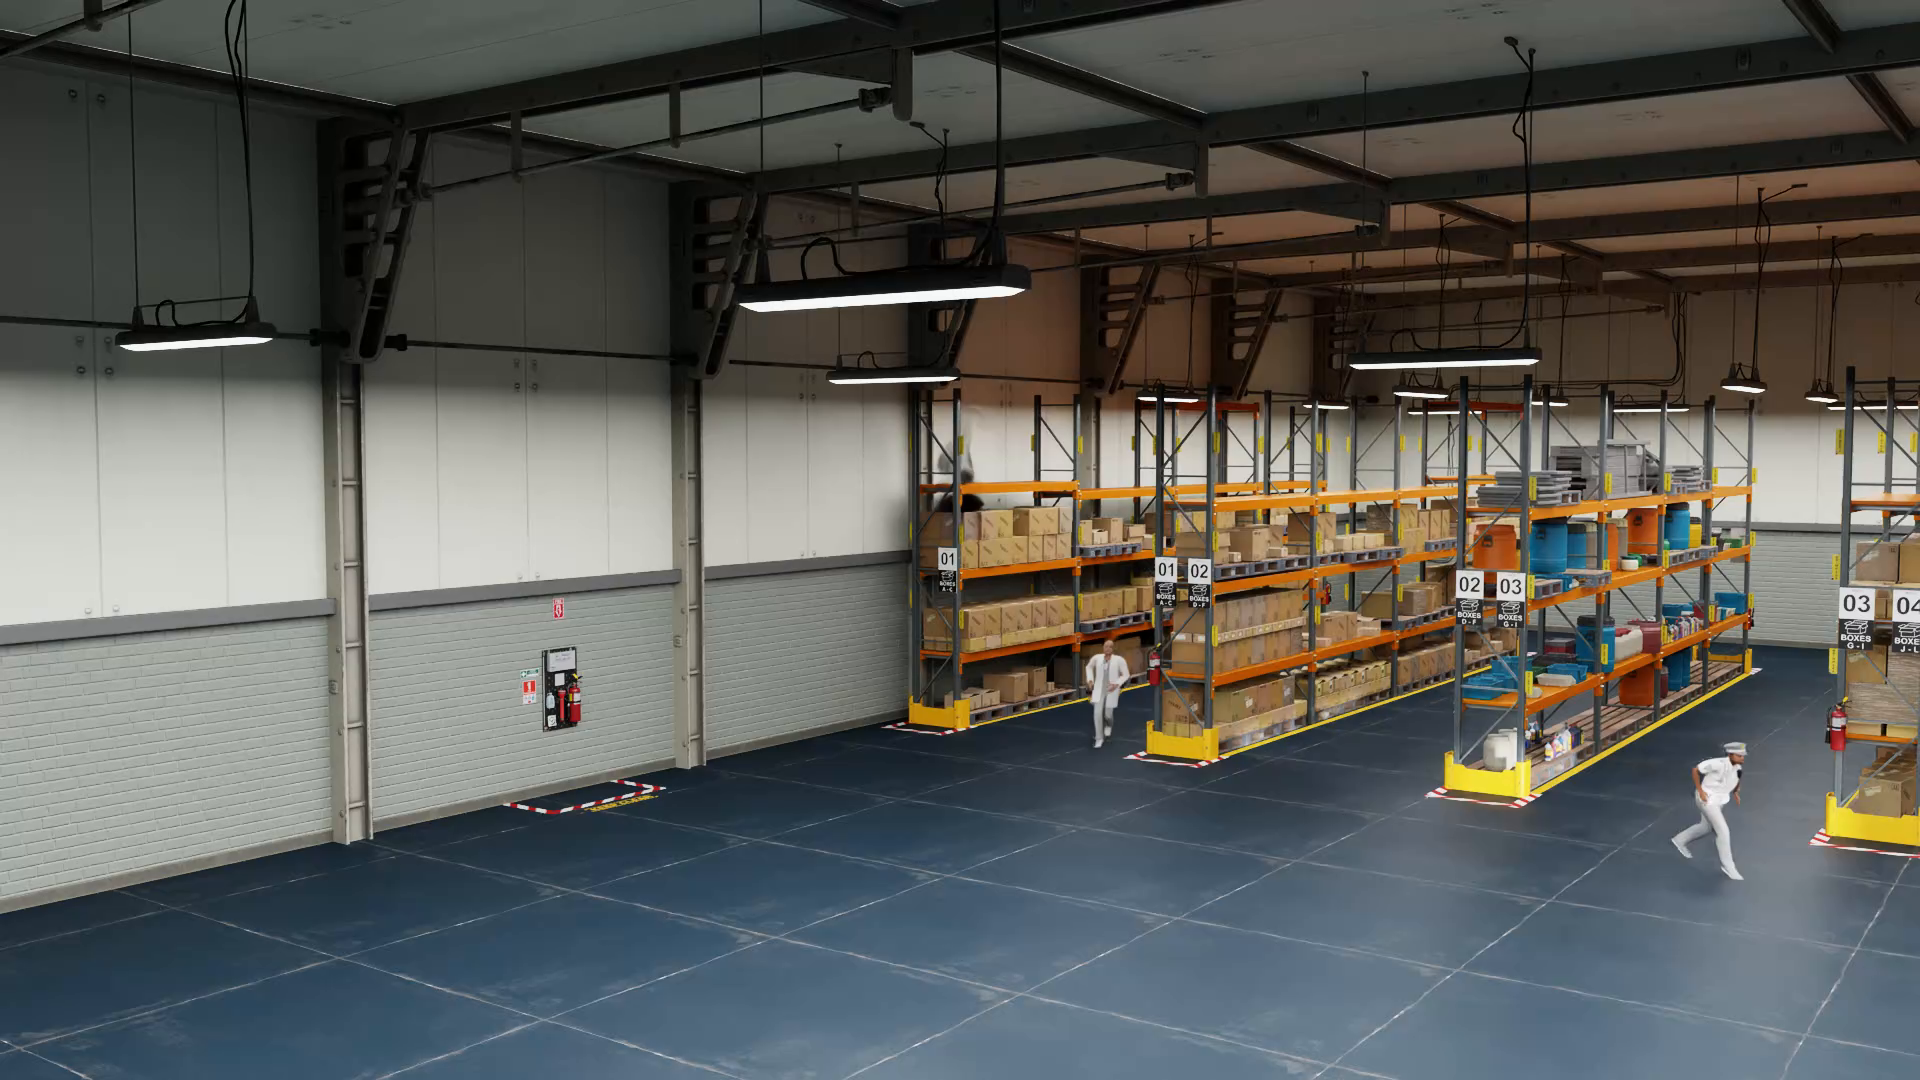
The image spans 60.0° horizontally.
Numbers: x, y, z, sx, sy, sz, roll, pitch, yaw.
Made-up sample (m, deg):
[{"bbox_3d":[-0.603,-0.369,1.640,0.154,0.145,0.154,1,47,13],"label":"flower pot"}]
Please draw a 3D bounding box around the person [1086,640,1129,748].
[{"bbox_3d":[2.469,2.565,27.919,0.753,1.786,0.916,1,3,12],"label":"person"}]

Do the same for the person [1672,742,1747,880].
[{"bbox_3d":[8.771,3.120,19.530,0.613,1.626,0.988,-1,4,-24],"label":"person"}]

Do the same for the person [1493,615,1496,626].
[{"bbox_3d":[13.318,1.788,41.086,0.712,1.776,0.683,3,4,41],"label":"person"}]
